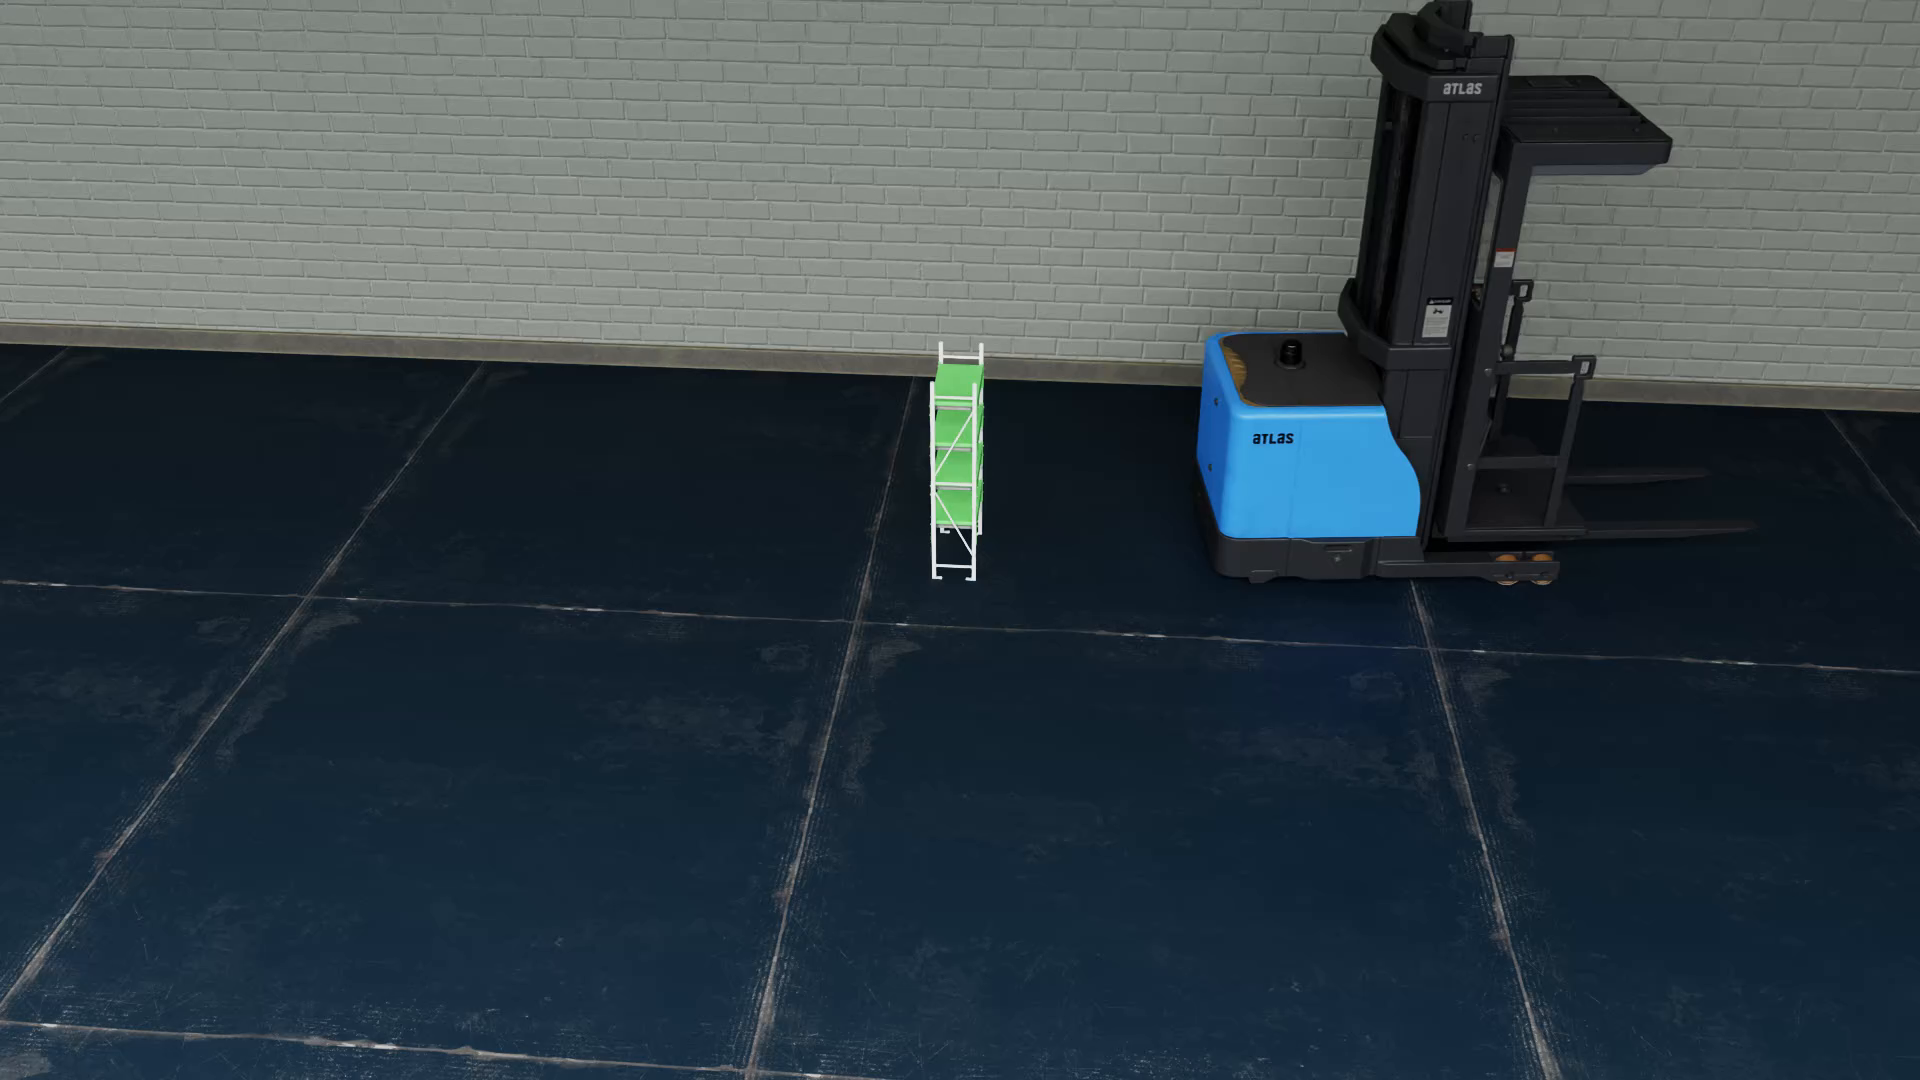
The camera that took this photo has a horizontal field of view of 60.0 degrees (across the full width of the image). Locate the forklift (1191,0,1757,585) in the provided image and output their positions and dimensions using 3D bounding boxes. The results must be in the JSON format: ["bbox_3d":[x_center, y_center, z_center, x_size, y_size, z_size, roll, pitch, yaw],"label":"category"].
[{"bbox_3d":[2.897,-1.278,8.811,3.031,2.935,1.130,-1,32,-1],"label":"forklift"}]

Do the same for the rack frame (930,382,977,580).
[{"bbox_3d":[-0.033,-0.297,8.868,0.240,1.200,0.015,2,32,4],"label":"rack frame"}]

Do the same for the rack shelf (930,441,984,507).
[{"bbox_3d":[-0.013,-0.370,9.109,0.258,0.148,0.480,2,32,4],"label":"rack shelf"}]

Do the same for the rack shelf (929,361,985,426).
[{"bbox_3d":[-0.013,-0.778,8.857,0.258,0.148,0.480,2,32,4],"label":"rack shelf"}]

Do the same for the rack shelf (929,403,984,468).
[{"bbox_3d":[-0.013,-0.574,8.983,0.258,0.148,0.480,2,32,4],"label":"rack shelf"}]

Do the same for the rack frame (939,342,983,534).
[{"bbox_3d":[0.006,-0.552,9.282,0.240,1.200,0.015,2,32,4],"label":"rack frame"}]

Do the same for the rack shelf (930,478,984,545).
[{"bbox_3d":[-0.013,-0.166,9.235,0.258,0.148,0.480,2,32,4],"label":"rack shelf"}]

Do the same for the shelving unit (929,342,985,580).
[{"bbox_3d":[-0.013,-0.424,9.075,0.258,1.200,0.503,2,32,4],"label":"shelving unit"}]
